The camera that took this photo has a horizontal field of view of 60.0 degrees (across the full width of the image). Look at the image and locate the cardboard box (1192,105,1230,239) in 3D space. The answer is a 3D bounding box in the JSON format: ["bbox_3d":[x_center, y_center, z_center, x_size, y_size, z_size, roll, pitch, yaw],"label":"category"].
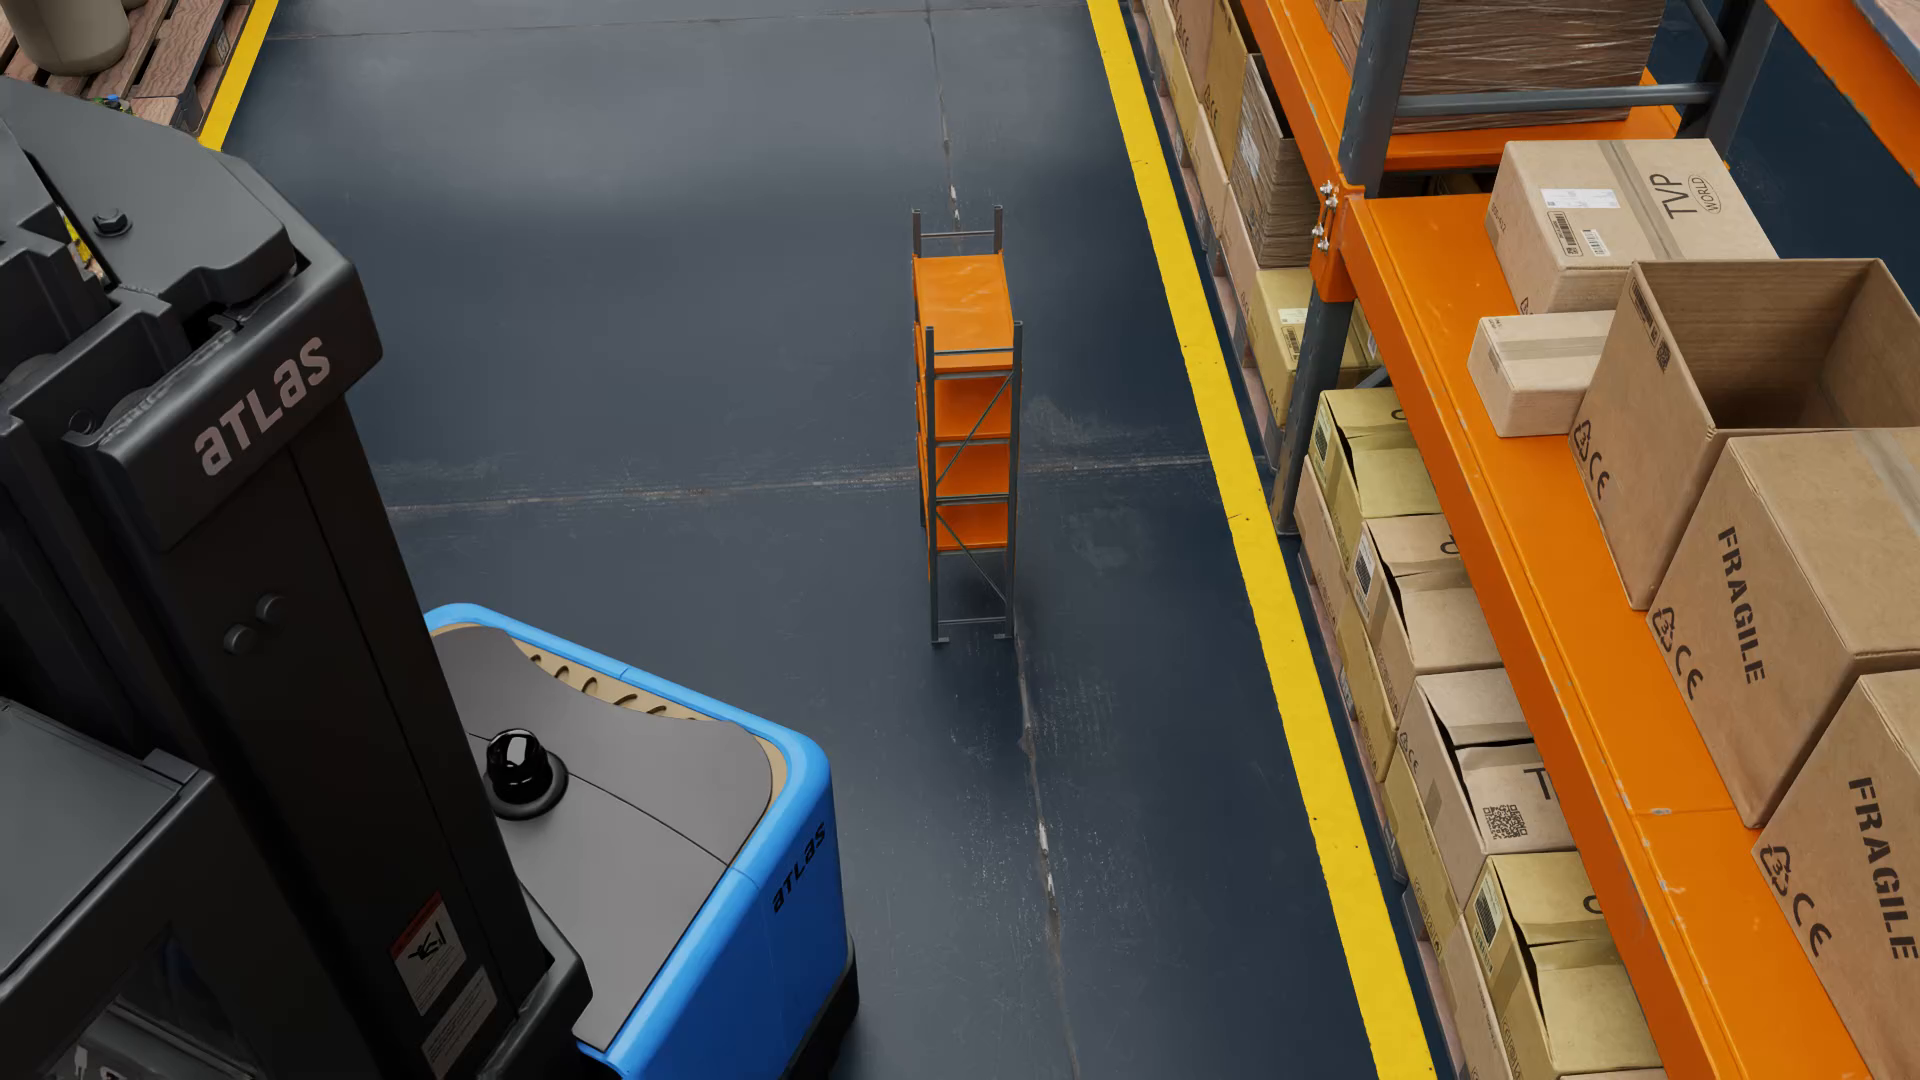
[{"bbox_3d":[1.150,-1.359,6.075,0.500,0.250,0.500,-3,47,-3],"label":"cardboard box"}]

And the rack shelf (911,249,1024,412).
[{"bbox_3d":[0.014,-0.563,4.416,0.258,0.148,0.480,-3,47,-3],"label":"rack shelf"}]

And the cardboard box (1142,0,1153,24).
[{"bbox_3d":[1.029,-2.444,7.103,0.500,0.250,0.500,-3,47,-3],"label":"cardboard box"}]

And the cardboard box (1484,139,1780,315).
[{"bbox_3d":[1.580,-0.709,3.959,0.500,0.250,0.500,-1,47,-1],"label":"cardboard box"}]

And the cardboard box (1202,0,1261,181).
[{"bbox_3d":[1.163,-1.617,5.804,0.500,0.500,0.500,-3,47,-3],"label":"cardboard box"}]

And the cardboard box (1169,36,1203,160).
[{"bbox_3d":[1.107,-1.720,6.418,0.500,0.250,0.500,-3,47,-3],"label":"cardboard box"}]

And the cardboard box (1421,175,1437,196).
[{"bbox_3d":[1.719,-1.287,5.491,0.500,0.500,0.500,-3,47,-3],"label":"cardboard box"}]

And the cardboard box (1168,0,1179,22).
[{"bbox_3d":[1.082,-2.341,6.489,0.500,0.500,0.500,-3,47,-3],"label":"cardboard box"}]

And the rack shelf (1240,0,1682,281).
[{"bbox_3d":[1.328,-2.314,5.871,1.077,0.370,4.000,-3,47,-3],"label":"rack shelf"}]

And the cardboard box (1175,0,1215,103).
[{"bbox_3d":[1.106,-1.978,6.146,0.500,0.500,0.500,-3,47,-3],"label":"cardboard box"}]

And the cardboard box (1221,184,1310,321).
[{"bbox_3d":[1.206,-0.998,5.734,0.500,0.250,0.500,-3,47,-3],"label":"cardboard box"}]

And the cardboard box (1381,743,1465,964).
[{"bbox_3d":[1.370,0.738,4.089,0.500,0.250,0.500,-5,47,-5],"label":"cardboard box"}]

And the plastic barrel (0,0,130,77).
[{"bbox_3d":[-3.603,-2.165,6.658,0.421,0.512,0.421,0,47,0],"label":"plastic barrel"}]

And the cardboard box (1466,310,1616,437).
[{"bbox_3d":[1.366,-0.374,3.712,0.380,0.149,0.250,-3,47,-3],"label":"cardboard box"}]

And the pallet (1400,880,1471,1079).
[{"bbox_3d":[1.701,1.260,3.911,1.003,0.211,1.213,-3,47,-3],"label":"pallet"}]

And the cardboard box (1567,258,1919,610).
[{"bbox_3d":[1.587,-0.211,3.315,0.500,0.500,0.500,0,47,0],"label":"cardboard box"}]

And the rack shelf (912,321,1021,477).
[{"bbox_3d":[0.014,-0.400,4.587,0.258,0.148,0.480,-3,47,-3],"label":"rack shelf"}]

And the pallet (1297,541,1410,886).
[{"bbox_3d":[1.596,0.375,4.749,1.003,0.211,1.213,-3,47,-3],"label":"pallet"}]

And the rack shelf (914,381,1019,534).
[{"bbox_3d":[0.014,-0.247,4.750,0.258,0.148,0.480,-3,47,-3],"label":"rack shelf"}]

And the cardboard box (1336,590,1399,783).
[{"bbox_3d":[1.323,0.364,4.444,0.500,0.250,0.500,-2,47,-2],"label":"cardboard box"}]

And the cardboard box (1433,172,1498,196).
[{"bbox_3d":[1.768,-0.926,5.149,0.500,0.500,0.500,-3,47,-3],"label":"cardboard box"}]

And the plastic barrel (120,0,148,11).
[{"bbox_3d":[-3.645,-2.527,7.002,0.421,0.512,0.421,0,47,0],"label":"plastic barrel"}]

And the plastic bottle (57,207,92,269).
[{"bbox_3d":[-3.147,-1.110,5.756,0.144,0.351,0.185,-4,47,-4],"label":"plastic bottle"}]

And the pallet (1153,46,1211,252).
[{"bbox_3d":[1.365,-1.618,6.637,1.003,0.211,1.213,-3,47,-3],"label":"pallet"}]

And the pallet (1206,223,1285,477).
[{"bbox_3d":[1.470,-0.733,5.799,1.003,0.211,1.213,-3,47,-3],"label":"pallet"}]

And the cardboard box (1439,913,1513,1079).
[{"bbox_3d":[1.411,1.106,3.741,0.500,0.250,0.500,-3,47,-3],"label":"cardboard box"}]

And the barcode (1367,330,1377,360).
[{"bbox_3d":[1.102,-0.526,4.440,0.001,0.075,0.075,-3,47,-3],"label":"barcode"}]

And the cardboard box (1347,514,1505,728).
[{"bbox_3d":[1.318,0.171,4.241,0.500,0.311,0.500,-4,47,-4],"label":"cardboard box"}]

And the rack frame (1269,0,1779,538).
[{"bbox_3d":[1.495,-1.114,4.239,1.000,3.000,0.127,-3,47,-3],"label":"rack frame"}]

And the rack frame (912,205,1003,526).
[{"bbox_3d":[-0.007,-0.469,4.868,0.240,1.200,0.015,-3,47,-3],"label":"rack frame"}]

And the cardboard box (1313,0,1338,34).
[{"bbox_3d":[1.401,-1.850,4.868,0.700,0.500,0.500,-4,47,-4],"label":"cardboard box"}]

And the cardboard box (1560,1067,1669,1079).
[{"bbox_3d":[1.451,1.283,3.187,0.500,0.311,0.500,-4,47,-4],"label":"cardboard box"}]

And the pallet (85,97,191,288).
[{"bbox_3d":[-3.561,-1.230,6.270,1.003,0.211,1.213,-3,47,-3],"label":"pallet"}]

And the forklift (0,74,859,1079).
[{"bbox_3d":[-1.340,0.964,2.318,1.130,2.935,3.031,19,49,17],"label":"forklift"}]

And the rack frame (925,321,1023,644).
[{"bbox_3d":[0.034,-0.116,4.534,0.240,1.200,0.015,-3,47,-3],"label":"rack frame"}]

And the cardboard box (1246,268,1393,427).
[{"bbox_3d":[1.239,-0.635,5.390,0.500,0.250,0.500,-3,47,-3],"label":"cardboard box"}]

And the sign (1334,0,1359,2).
[{"bbox_3d":[0.942,-1.404,3.863,0.100,0.325,0.005,-3,47,-3],"label":"sign"}]

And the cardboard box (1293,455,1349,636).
[{"bbox_3d":[1.282,-0.006,4.795,0.500,0.250,0.500,-5,47,-4],"label":"cardboard box"}]

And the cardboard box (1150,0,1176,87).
[{"bbox_3d":[1.070,-2.082,6.761,0.500,0.250,0.500,-3,47,-3],"label":"cardboard box"}]

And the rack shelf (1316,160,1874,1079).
[{"bbox_3d":[1.663,0.580,3.130,1.077,0.370,4.000,-3,47,-3],"label":"rack shelf"}]

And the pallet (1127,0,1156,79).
[{"bbox_3d":[1.266,-2.499,7.471,1.003,0.211,1.213,-3,47,-3],"label":"pallet"}]

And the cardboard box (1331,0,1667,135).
[{"bbox_3d":[1.452,-1.469,4.507,0.700,0.500,0.500,-5,47,-4],"label":"cardboard box"}]

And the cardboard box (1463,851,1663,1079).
[{"bbox_3d":[1.411,0.920,3.531,0.500,0.311,0.500,-2,47,-2],"label":"cardboard box"}]

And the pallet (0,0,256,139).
[{"bbox_3d":[-3.660,-2.111,7.104,1.003,0.211,1.213,-3,47,-3],"label":"pallet"}]

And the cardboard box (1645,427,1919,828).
[{"bbox_3d":[1.629,0.152,2.972,0.500,0.500,0.500,-3,47,-3],"label":"cardboard box"}]

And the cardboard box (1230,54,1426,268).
[{"bbox_3d":[1.208,-1.256,5.461,0.500,0.500,0.500,-3,47,-3],"label":"cardboard box"}]

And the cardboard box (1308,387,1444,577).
[{"bbox_3d":[1.281,-0.192,4.584,0.500,0.311,0.500,-3,47,-3],"label":"cardboard box"}]

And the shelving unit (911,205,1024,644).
[{"bbox_3d":[0.014,-0.293,4.701,0.258,1.200,0.503,-3,47,-3],"label":"shelving unit"}]

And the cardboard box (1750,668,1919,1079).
[{"bbox_3d":[1.673,0.532,2.611,0.500,0.500,0.500,-6,47,-5],"label":"cardboard box"}]

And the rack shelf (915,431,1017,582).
[{"bbox_3d":[0.014,-0.110,4.894,0.258,0.148,0.480,-3,47,-3],"label":"rack shelf"}]

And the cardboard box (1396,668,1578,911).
[{"bbox_3d":[1.363,0.545,3.886,0.500,0.311,0.500,-5,47,-5],"label":"cardboard box"}]

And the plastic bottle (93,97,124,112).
[{"bbox_3d":[-3.157,-1.542,6.212,0.061,0.283,0.133,-2,47,-2],"label":"plastic bottle"}]

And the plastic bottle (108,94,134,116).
[{"bbox_3d":[-3.185,-1.597,6.321,0.097,0.201,0.097,0,47,0],"label":"plastic bottle"}]
